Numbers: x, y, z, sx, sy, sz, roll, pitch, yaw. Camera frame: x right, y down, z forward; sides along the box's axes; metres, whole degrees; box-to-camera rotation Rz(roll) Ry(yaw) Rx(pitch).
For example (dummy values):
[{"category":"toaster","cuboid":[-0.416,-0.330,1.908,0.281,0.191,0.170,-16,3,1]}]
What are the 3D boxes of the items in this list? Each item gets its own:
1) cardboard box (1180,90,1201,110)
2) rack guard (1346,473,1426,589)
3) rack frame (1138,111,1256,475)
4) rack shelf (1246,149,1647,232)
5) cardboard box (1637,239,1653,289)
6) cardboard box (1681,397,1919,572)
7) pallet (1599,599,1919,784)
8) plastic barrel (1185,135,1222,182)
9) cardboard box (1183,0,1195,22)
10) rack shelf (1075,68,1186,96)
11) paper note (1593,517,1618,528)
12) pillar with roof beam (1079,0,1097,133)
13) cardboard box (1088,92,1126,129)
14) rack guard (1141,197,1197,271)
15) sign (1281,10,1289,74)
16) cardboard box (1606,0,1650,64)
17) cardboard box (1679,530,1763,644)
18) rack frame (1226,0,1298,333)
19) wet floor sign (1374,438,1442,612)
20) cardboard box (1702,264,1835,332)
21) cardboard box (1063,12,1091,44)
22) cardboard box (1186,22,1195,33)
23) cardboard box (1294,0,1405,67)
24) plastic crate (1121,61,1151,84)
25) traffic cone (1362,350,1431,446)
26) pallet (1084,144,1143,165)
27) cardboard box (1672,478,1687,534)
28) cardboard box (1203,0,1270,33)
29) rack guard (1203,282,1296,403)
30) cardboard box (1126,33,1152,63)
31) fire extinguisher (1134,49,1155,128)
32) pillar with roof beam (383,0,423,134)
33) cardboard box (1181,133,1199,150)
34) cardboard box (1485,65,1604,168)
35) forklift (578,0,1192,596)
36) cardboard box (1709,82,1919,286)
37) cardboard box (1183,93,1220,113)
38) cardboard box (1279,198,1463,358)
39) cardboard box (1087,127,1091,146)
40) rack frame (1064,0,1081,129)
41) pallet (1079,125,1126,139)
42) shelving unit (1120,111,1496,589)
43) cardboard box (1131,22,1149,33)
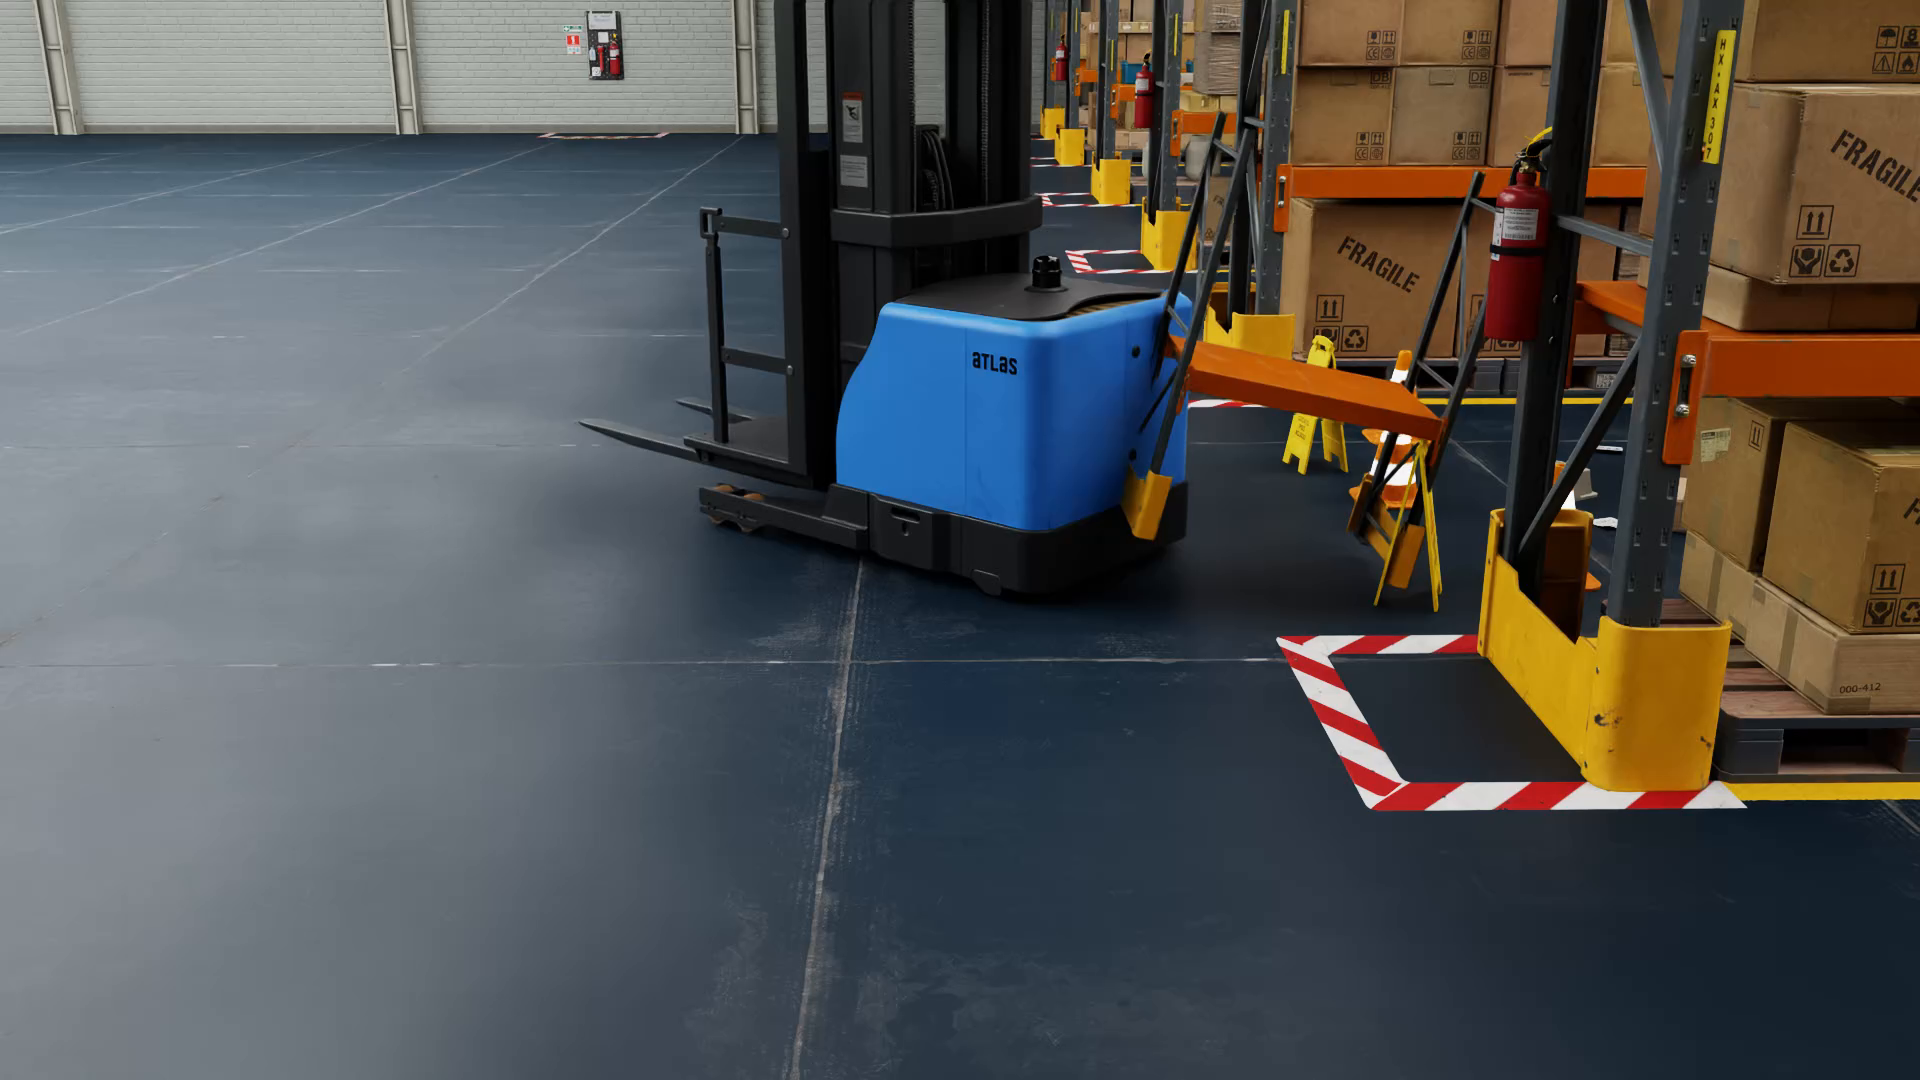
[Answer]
[{"category":"cardboard box","cuboid":[2.046,-3.853,14.560,0.250,0.149,0.380,0,18,-1]},{"category":"rack guard","cuboid":[1.660,-0.043,6.497,0.087,0.250,0.587,11,20,-8]},{"category":"rack frame","cuboid":[0.811,-0.799,6.138,0.032,1.500,0.500,11,20,-8]},{"category":"rack shelf","cuboid":[3.742,-2.060,9.737,4.000,0.370,1.077,0,18,-1]},{"category":"cardboard box","cuboid":[2.292,-0.829,5.133,0.250,0.149,0.380,0,18,1]},{"category":"cardboard box","cuboid":[2.718,-0.213,5.387,0.500,0.500,0.500,0,18,-1]},{"category":"pallet","cuboid":[2.810,0.453,5.291,1.213,0.211,1.003,0,18,-1]},{"category":"plastic barrel","cuboid":[2.844,-4.465,19.442,0.421,0.512,0.421,0,18,0]},{"category":"cardboard box","cuboid":[3.162,-7.605,23.556,0.500,0.500,0.700,0,18,-1]},{"category":"rack shelf","cuboid":[3.612,-6.601,23.892,4.000,0.370,1.077,0,18,-1]},{"category":"paper note","cuboid":[2.835,-0.080,7.248,0.142,0.019,0.148,-7,19,-20]},{"category":"pillar with roof beam","cuboid":[2.284,-10.256,24.288,0.400,9.000,9.100,0,18,-1]},{"category":"cardboard box","cuboid":[2.144,-6.275,24.285,0.500,0.500,0.500,0,18,-1]},{"category":"rack guard","cuboid":[1.841,-2.719,14.704,0.348,0.500,1.175,0,18,-1]},{"category":"sign","cuboid":[1.745,-2.673,8.924,0.005,0.325,0.100,0,18,-1]},{"category":"cardboard box","cuboid":[3.752,-3.003,9.485,0.500,0.550,0.875,0,18,-1]},{"category":"cardboard box","cuboid":[2.749,0.141,5.510,0.500,0.250,0.500,0,18,-1]},{"category":"rack frame","cuboid":[1.742,-2.393,9.597,0.127,3.000,1.000,0,18,-1]},{"category":"wet floor sign","cuboid":[1.714,-0.087,6.261,0.232,0.644,0.267,6,19,18]},{"category":"cardboard box","cuboid":[2.264,-0.701,4.732,0.250,0.149,0.380,0,18,-1]},{"category":"cardboard box","cuboid":[2.012,-8.653,28.095,0.500,0.500,0.500,0,18,-1]},{"category":"cardboard box","cuboid":[3.295,-7.233,23.460,0.250,0.149,0.380,-1,18,-2]},{"category":"cardboard box","cuboid":[2.114,-2.969,9.378,0.550,0.550,0.875,0,18,-1]},{"category":"plastic crate","cuboid":[2.182,-5.444,19.351,0.616,0.251,0.499,0,18,-1]},{"category":"traffic cone","cuboid":[2.295,-0.754,8.640,0.334,0.463,0.336,0,18,-1]},{"category":"pallet","cuboid":[2.376,-5.623,24.230,1.213,0.211,1.003,0,18,-1]},{"category":"cardboard box","cuboid":[3.199,-0.148,7.264,0.250,0.149,0.380,10,20,28]},{"category":"cardboard box","cuboid":[2.319,-4.493,13.856,0.500,0.500,0.500,0,18,-1]},{"category":"rack guard","cuboid":[1.718,-1.203,9.978,0.348,0.500,1.175,0,18,-1]},{"category":"cardboard box","cuboid":[2.604,-6.984,23.744,0.500,0.500,0.700,0,18,1]},{"category":"fire extinguisher","cuboid":[1.643,-4.012,14.770,0.183,0.674,0.296,0,18,-1]},{"category":"pillar with roof beam","cuboid":[-9.714,-10.198,24.107,0.400,9.000,9.100,0,18,-1]},{"category":"cardboard box","cuboid":[3.152,-5.765,23.923,0.500,0.250,0.500,0,18,-1]},{"category":"cardboard box","cuboid":[3.224,-2.454,9.541,0.550,0.550,0.875,0,18,-1]},{"category":"forklift","cuboid":[-0.507,-1.537,7.041,3.031,2.935,1.130,15,23,39]},{"category":"cardboard box","cuboid":[2.399,-0.989,4.568,0.500,0.500,0.500,-1,18,-2]},{"category":"cardboard box","cuboid":[2.053,-3.717,14.136,0.250,0.149,0.380,0,18,-1]},{"category":"cardboard box","cuboid":[2.419,-1.605,9.930,0.875,0.875,0.875,0,18,-1]},{"category":"cardboard box","cuboid":[2.144,-5.918,24.398,0.500,0.250,0.500,0,18,-1]},{"category":"rack frame","cuboid":[1.612,-6.934,23.752,0.127,3.000,1.000,0,18,-1]},{"category":"pallet","cuboid":[2.419,-7.113,28.874,1.213,0.211,1.003,0,18,-1]},{"category":"shelving unit","cuboid":[1.314,-0.704,6.211,1.083,1.500,0.587,11,20,-8]},{"category":"cardboard box","cuboid":[2.521,-7.229,23.448,0.250,0.149,0.380,0,18,-1]}]
